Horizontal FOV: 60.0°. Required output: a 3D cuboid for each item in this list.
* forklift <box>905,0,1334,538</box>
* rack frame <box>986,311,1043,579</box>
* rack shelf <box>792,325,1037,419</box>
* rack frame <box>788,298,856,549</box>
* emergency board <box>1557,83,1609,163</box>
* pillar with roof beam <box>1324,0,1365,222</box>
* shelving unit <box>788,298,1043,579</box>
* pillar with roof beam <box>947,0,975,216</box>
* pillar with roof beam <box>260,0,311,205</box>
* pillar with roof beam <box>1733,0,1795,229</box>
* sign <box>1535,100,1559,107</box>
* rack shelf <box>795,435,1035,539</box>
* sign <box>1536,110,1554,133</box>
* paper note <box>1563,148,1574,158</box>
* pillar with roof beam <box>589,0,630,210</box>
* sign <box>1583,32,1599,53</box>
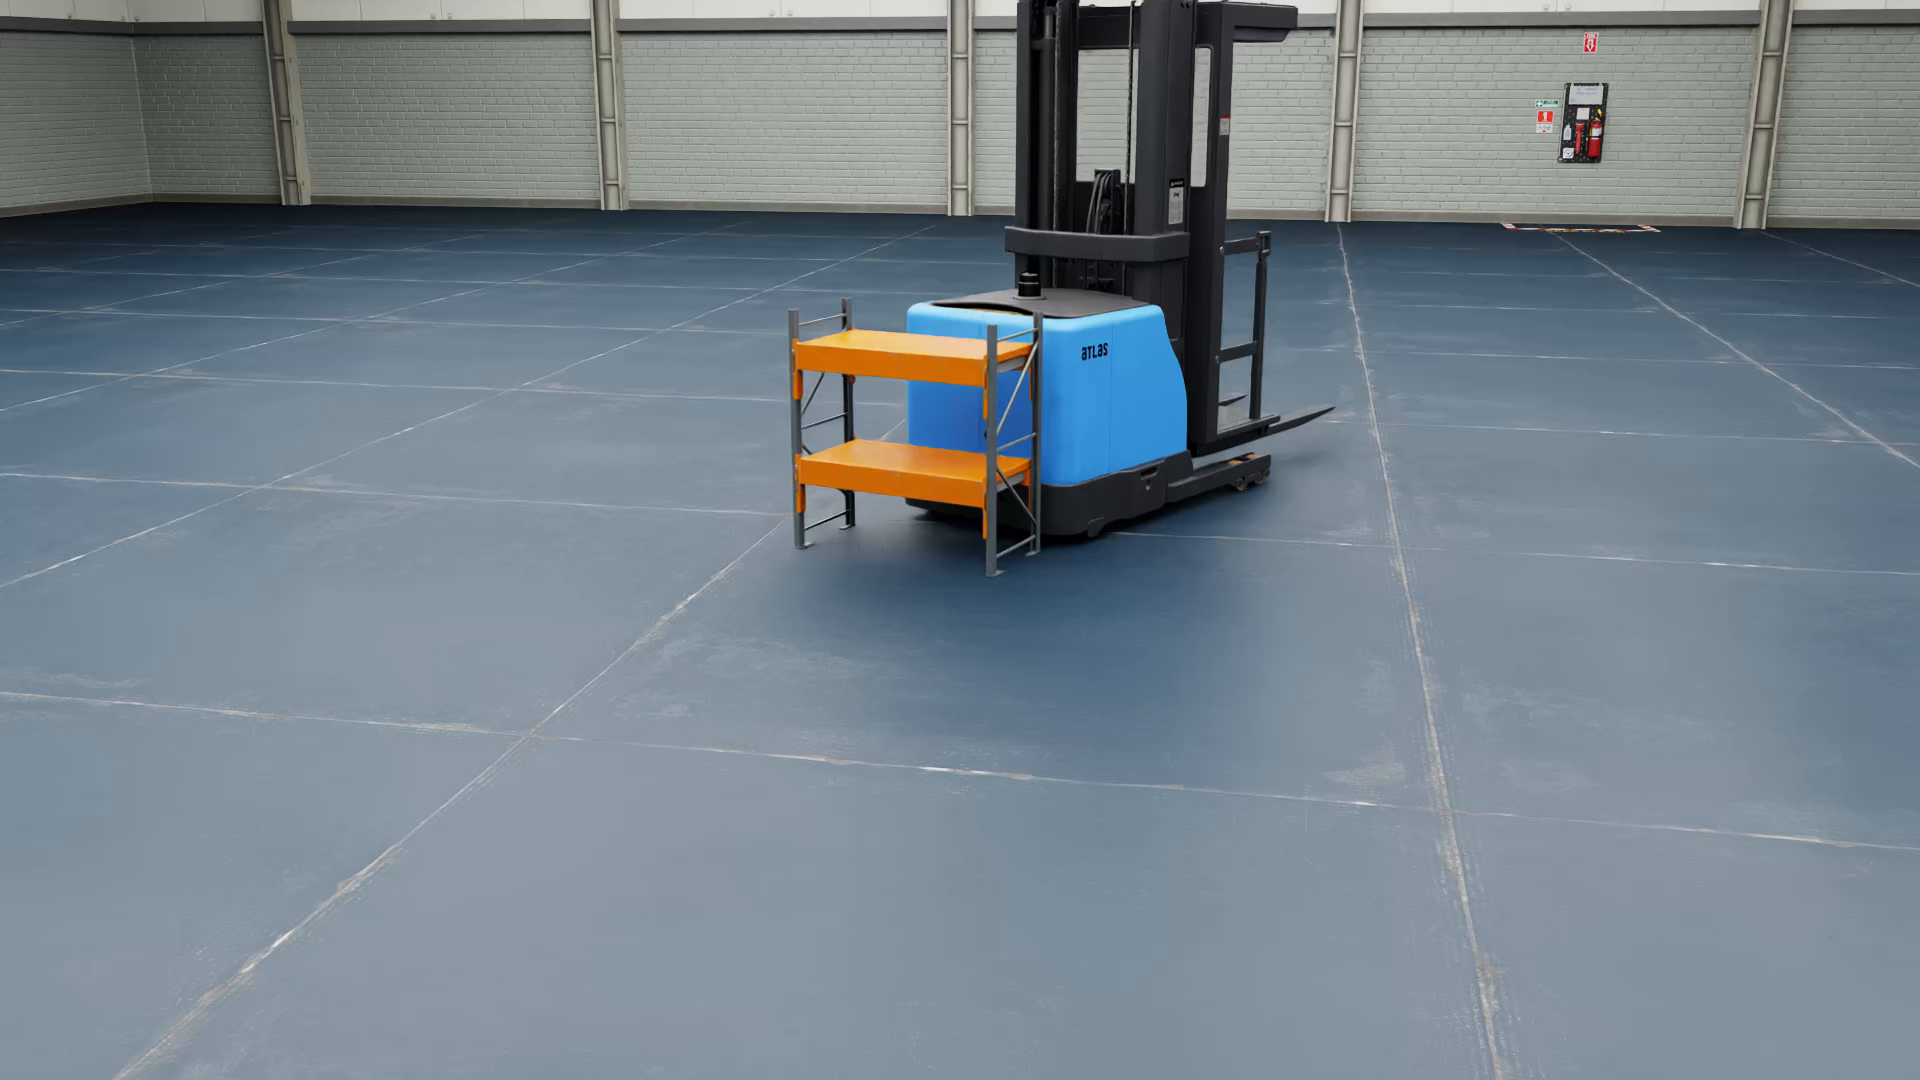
[{"bbox_3d":[1.048,-1.752,8.825,1.130,2.935,3.031,12,20,38],"label":"forklift"},{"bbox_3d":[0.245,-0.432,7.443,0.032,1.125,0.500,8,17,27],"label":"rack frame"},{"bbox_3d":[-0.203,-0.778,7.596,1.000,0.278,0.538,8,17,27],"label":"rack shelf"},{"bbox_3d":[-0.651,-0.560,7.906,0.032,1.125,0.500,8,17,27],"label":"rack frame"},{"bbox_3d":[9.366,-6.252,24.944,0.643,1.169,0.194,3,16,11],"label":"emergency board"},{"bbox_3d":[5.042,-8.195,20.720,0.400,9.000,9.100,3,16,11],"label":"pillar with roof beam"},{"bbox_3d":[-0.203,-0.496,7.674,1.048,1.125,0.538,8,17,27],"label":"shelving unit"},{"bbox_3d":[-0.837,-8.514,21.872,0.400,9.000,9.100,3,16,11],"label":"pillar with roof beam"},{"bbox_3d":[-12.597,-9.153,24.176,0.400,9.000,9.100,3,16,11],"label":"pillar with roof beam"},{"bbox_3d":[10.922,-7.876,19.567,0.400,9.000,9.100,3,16,11],"label":"pillar with roof beam"},{"bbox_3d":[8.847,-6.579,25.063,0.331,0.109,0.001,3,16,11],"label":"sign"},{"bbox_3d":[-0.203,-0.260,7.740,1.000,0.278,0.538,8,17,27],"label":"rack shelf"},{"bbox_3d":[8.845,-6.326,25.143,0.234,0.329,0.001,3,16,11],"label":"sign"},{"bbox_3d":[9.206,-5.855,25.161,0.142,0.148,0.016,3,16,11],"label":"paper note"},{"bbox_3d":[-6.717,-8.833,23.024,0.400,9.000,9.100,3,16,11],"label":"pillar with roof beam"},{"bbox_3d":[9.378,-7.396,24.731,0.199,0.298,0.001,3,16,11],"label":"sign"}]
